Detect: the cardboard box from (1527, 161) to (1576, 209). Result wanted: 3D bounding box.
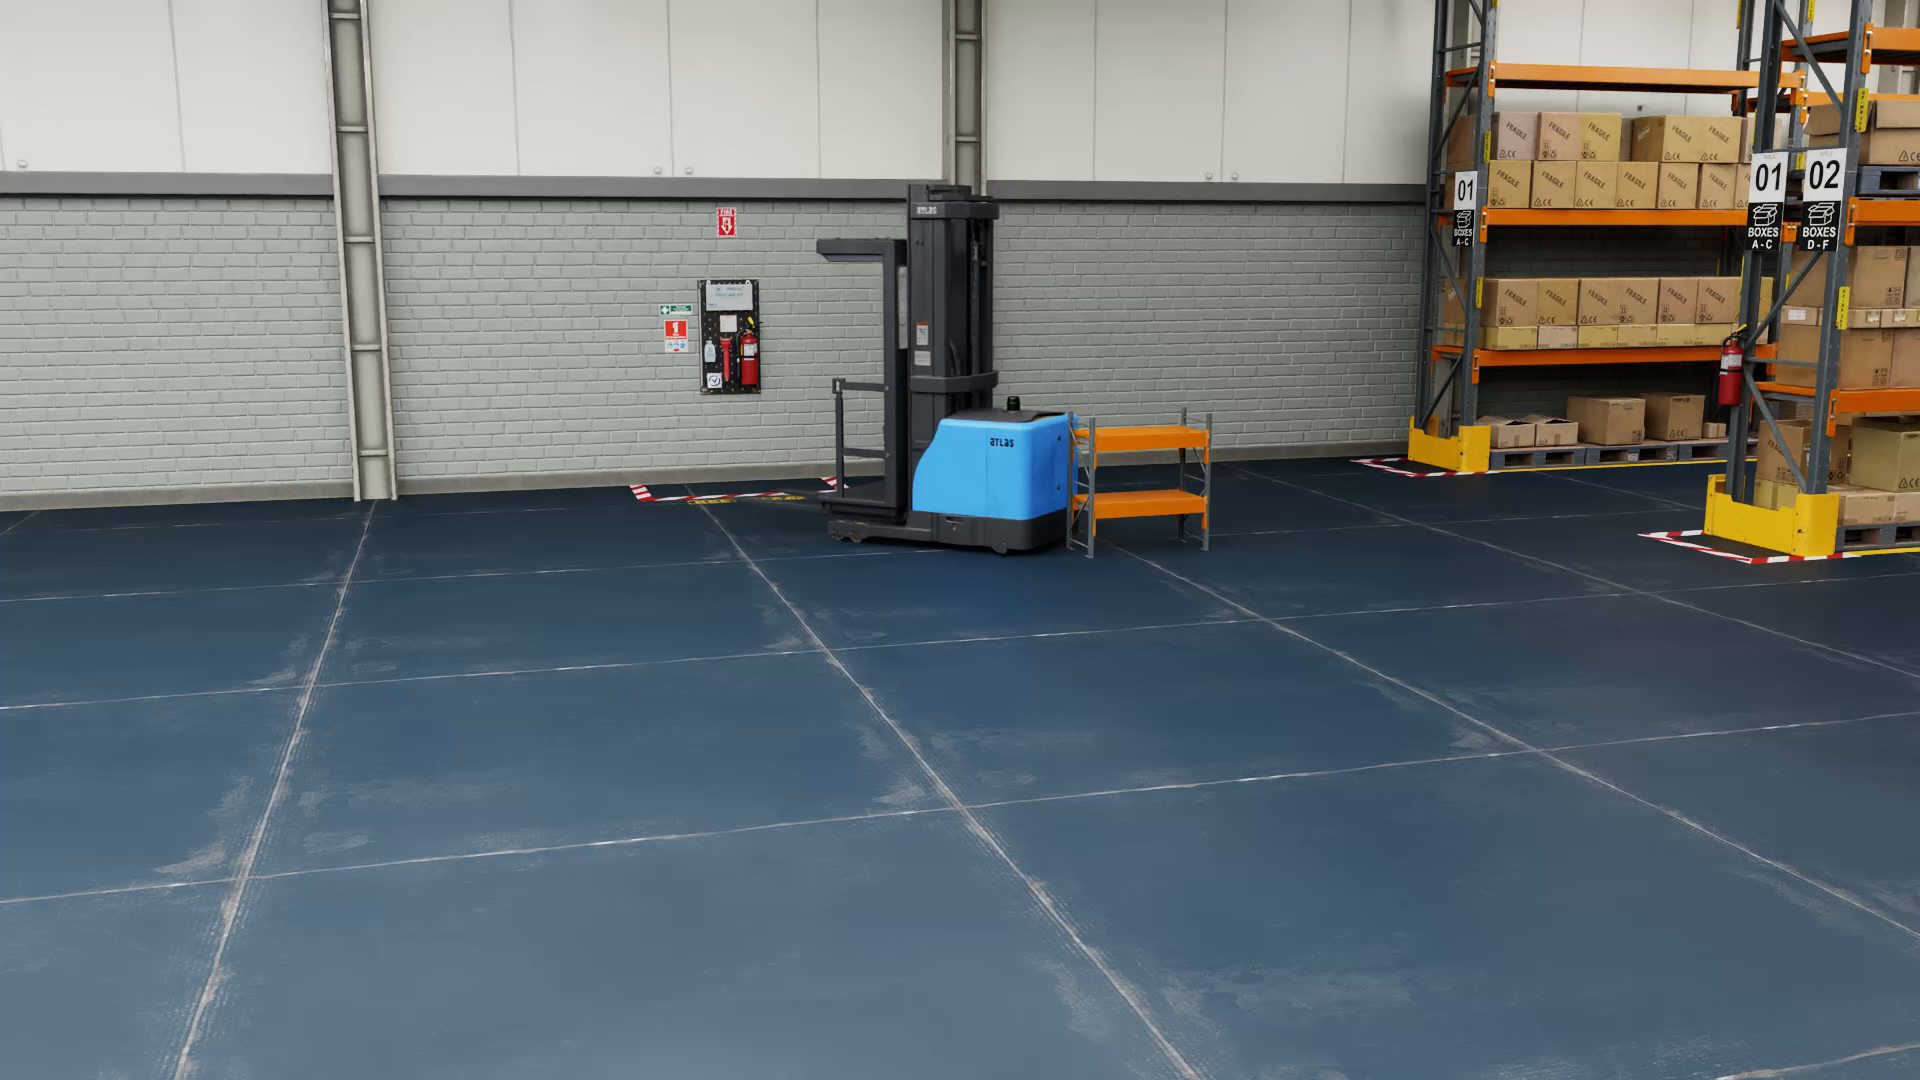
[{"bbox_3d":[6.293,-3.839,17.996,0.500,0.500,0.500,-2,11,-12],"label":"cardboard box"}]

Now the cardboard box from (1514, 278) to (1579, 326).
[{"bbox_3d":[6.396,-2.610,18.226,0.500,0.500,0.500,-3,11,-16],"label":"cardboard box"}]

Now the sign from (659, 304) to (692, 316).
[{"bbox_3d":[-2.890,-2.340,16.912,0.331,0.109,0.001,-3,11,-16],"label":"sign"}]

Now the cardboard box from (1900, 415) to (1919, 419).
[{"bbox_3d":[8.633,-0.829,14.628,0.500,0.500,0.500,-3,11,-16],"label":"cardboard box"}]

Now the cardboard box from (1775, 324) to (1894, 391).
[{"bbox_3d":[7.216,-1.519,13.739,0.500,0.500,0.700,-3,11,-16],"label":"cardboard box"}]

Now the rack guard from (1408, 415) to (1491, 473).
[{"bbox_3d":[5.449,-1.084,18.556,0.348,0.500,1.175,-3,11,-16],"label":"rack guard"}]

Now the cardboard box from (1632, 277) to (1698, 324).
[{"bbox_3d":[7.885,-2.690,18.659,0.500,0.500,0.500,-3,11,-18],"label":"cardboard box"}]

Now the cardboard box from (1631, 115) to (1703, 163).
[{"bbox_3d":[7.790,-4.408,18.327,0.500,0.500,0.500,-3,11,-18],"label":"cardboard box"}]

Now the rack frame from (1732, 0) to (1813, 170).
[{"bbox_3d":[9.217,-5.463,18.865,0.127,3.000,1.000,-3,11,-16],"label":"rack frame"}]

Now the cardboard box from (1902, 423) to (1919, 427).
[{"bbox_3d":[8.298,-0.714,14.001,0.500,0.500,0.500,-3,11,-16],"label":"cardboard box"}]

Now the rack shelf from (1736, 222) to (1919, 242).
[{"bbox_3d":[11.137,-3.735,19.752,4.000,0.370,1.077,-3,11,-16],"label":"rack shelf"}]

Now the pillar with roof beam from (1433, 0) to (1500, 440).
[{"bbox_3d":[7.010,-4.698,14.710,0.400,9.000,9.100,-3,11,-16],"label":"pillar with roof beam"}]

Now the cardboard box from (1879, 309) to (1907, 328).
[{"bbox_3d":[7.454,-1.813,13.544,0.250,0.149,0.380,-3,11,-17],"label":"cardboard box"}]

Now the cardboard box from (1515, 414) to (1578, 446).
[{"bbox_3d":[6.613,-1.252,18.774,0.500,0.311,0.500,-2,11,-11],"label":"cardboard box"}]

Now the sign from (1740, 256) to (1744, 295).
[{"bbox_3d":[6.626,-2.230,14.022,0.005,0.325,0.100,-3,11,-16],"label":"sign"}]

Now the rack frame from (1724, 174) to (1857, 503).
[{"bbox_3d":[6.765,-1.449,13.632,0.127,3.000,1.000,-3,11,-16],"label":"rack frame"}]

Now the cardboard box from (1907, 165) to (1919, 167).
[{"bbox_3d":[7.944,-3.105,13.489,0.250,0.149,0.380,-3,11,-16],"label":"cardboard box"}]

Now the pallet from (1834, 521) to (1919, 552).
[{"bbox_3d":[7.487,-0.124,14.134,1.213,0.211,1.003,-3,11,-16],"label":"pallet"}]

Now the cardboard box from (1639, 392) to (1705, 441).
[{"bbox_3d":[8.232,-1.440,19.272,0.500,0.500,0.500,-4,11,-20],"label":"cardboard box"}]

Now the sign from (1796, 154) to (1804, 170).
[{"bbox_3d":[9.376,-4.148,18.580,0.005,0.325,0.100,-3,11,-16],"label":"sign"}]

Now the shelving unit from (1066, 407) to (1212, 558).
[{"bbox_3d":[1.452,-0.479,13.541,1.048,1.125,0.538,-3,11,-18],"label":"shelving unit"}]

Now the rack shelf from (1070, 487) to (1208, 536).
[{"bbox_3d":[1.452,-0.238,13.585,1.000,0.278,0.538,-3,11,-18],"label":"rack shelf"}]

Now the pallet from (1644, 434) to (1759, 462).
[{"bbox_3d":[8.582,-1.101,19.443,1.213,0.211,1.003,-3,11,-16],"label":"pallet"}]

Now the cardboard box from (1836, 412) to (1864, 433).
[{"bbox_3d":[10.401,-1.574,20.002,0.500,0.500,0.700,-3,11,-17],"label":"cardboard box"}]

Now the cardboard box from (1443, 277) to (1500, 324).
[{"bbox_3d":[5.770,-2.676,18.583,0.500,0.500,0.500,-3,11,-17],"label":"cardboard box"}]

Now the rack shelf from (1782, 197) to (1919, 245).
[{"bbox_3d":[8.685,-2.672,13.975,4.000,0.370,1.077,-3,11,-16],"label":"rack shelf"}]

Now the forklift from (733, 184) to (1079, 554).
[{"bbox_3d":[-0.534,-1.503,14.114,3.031,2.935,1.130,6,12,29],"label":"forklift"}]

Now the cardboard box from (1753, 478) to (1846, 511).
[{"bbox_3d":[7.197,-0.382,14.269,0.500,0.250,0.500,-3,11,-16],"label":"cardboard box"}]

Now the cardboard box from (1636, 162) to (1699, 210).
[{"bbox_3d":[7.791,-3.920,18.438,0.500,0.500,0.500,-3,11,-18],"label":"cardboard box"}]

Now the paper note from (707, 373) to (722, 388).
[{"bbox_3d":[-2.527,-1.643,17.122,0.142,0.148,0.016,-3,11,-16],"label":"paper note"}]

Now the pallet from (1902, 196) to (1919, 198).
[{"bbox_3d":[8.624,-2.974,13.877,1.213,0.211,1.003,-3,11,-16],"label":"pallet"}]

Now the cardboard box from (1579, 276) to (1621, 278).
[{"bbox_3d":[7.234,-2.752,18.997,0.500,0.500,0.500,-3,11,-15],"label":"cardboard box"}]

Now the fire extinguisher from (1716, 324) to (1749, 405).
[{"bbox_3d":[6.521,-1.486,14.045,0.183,0.674,0.296,-3,11,-16],"label":"fire extinguisher"}]

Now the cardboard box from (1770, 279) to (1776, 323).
[{"bbox_3d":[9.715,-2.798,19.467,0.500,0.500,0.700,-3,11,-16],"label":"cardboard box"}]

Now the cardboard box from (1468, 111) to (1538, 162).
[{"bbox_3d":[5.814,-4.313,17.812,0.500,0.500,0.500,-4,11,-20],"label":"cardboard box"}]

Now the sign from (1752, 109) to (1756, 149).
[{"bbox_3d":[6.626,-3.416,13.804,0.005,0.325,0.100,-3,11,-16],"label":"sign"}]

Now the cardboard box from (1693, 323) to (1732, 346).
[{"bbox_3d":[8.366,-2.348,18.874,0.500,0.250,0.500,-3,11,-16],"label":"cardboard box"}]

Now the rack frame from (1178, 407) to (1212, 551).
[{"bbox_3d":[1.934,-0.508,13.700,0.032,1.125,0.500,-3,11,-18],"label":"rack frame"}]

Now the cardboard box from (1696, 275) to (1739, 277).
[{"bbox_3d":[8.707,-2.830,19.420,0.500,0.500,0.500,-3,11,-17],"label":"cardboard box"}]

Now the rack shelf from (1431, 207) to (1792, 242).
[{"bbox_3d":[7.297,-3.532,18.652,4.000,0.370,1.077,-3,11,-16],"label":"rack shelf"}]

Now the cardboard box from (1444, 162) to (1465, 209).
[{"bbox_3d":[5.706,-3.909,18.380,0.500,0.500,0.500,-2,11,-12],"label":"cardboard box"}]

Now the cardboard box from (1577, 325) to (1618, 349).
[{"bbox_3d":[6.919,-2.269,18.445,0.500,0.250,0.500,-3,11,-17],"label":"cardboard box"}]

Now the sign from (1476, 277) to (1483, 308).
[{"bbox_3d":[5.528,-2.641,17.718,0.005,0.325,0.100,-3,11,-16],"label":"sign"}]

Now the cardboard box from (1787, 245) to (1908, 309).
[{"bbox_3d":[7.267,-2.160,13.636,0.500,0.500,0.700,-3,11,-16],"label":"cardboard box"}]

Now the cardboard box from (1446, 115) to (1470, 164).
[{"bbox_3d":[5.717,-4.403,18.301,0.500,0.500,0.500,-3,11,-13],"label":"cardboard box"}]

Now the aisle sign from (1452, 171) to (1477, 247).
[{"bbox_3d":[5.391,-3.533,17.770,0.004,0.787,0.394,-3,11,-16],"label":"aisle sign"}]
